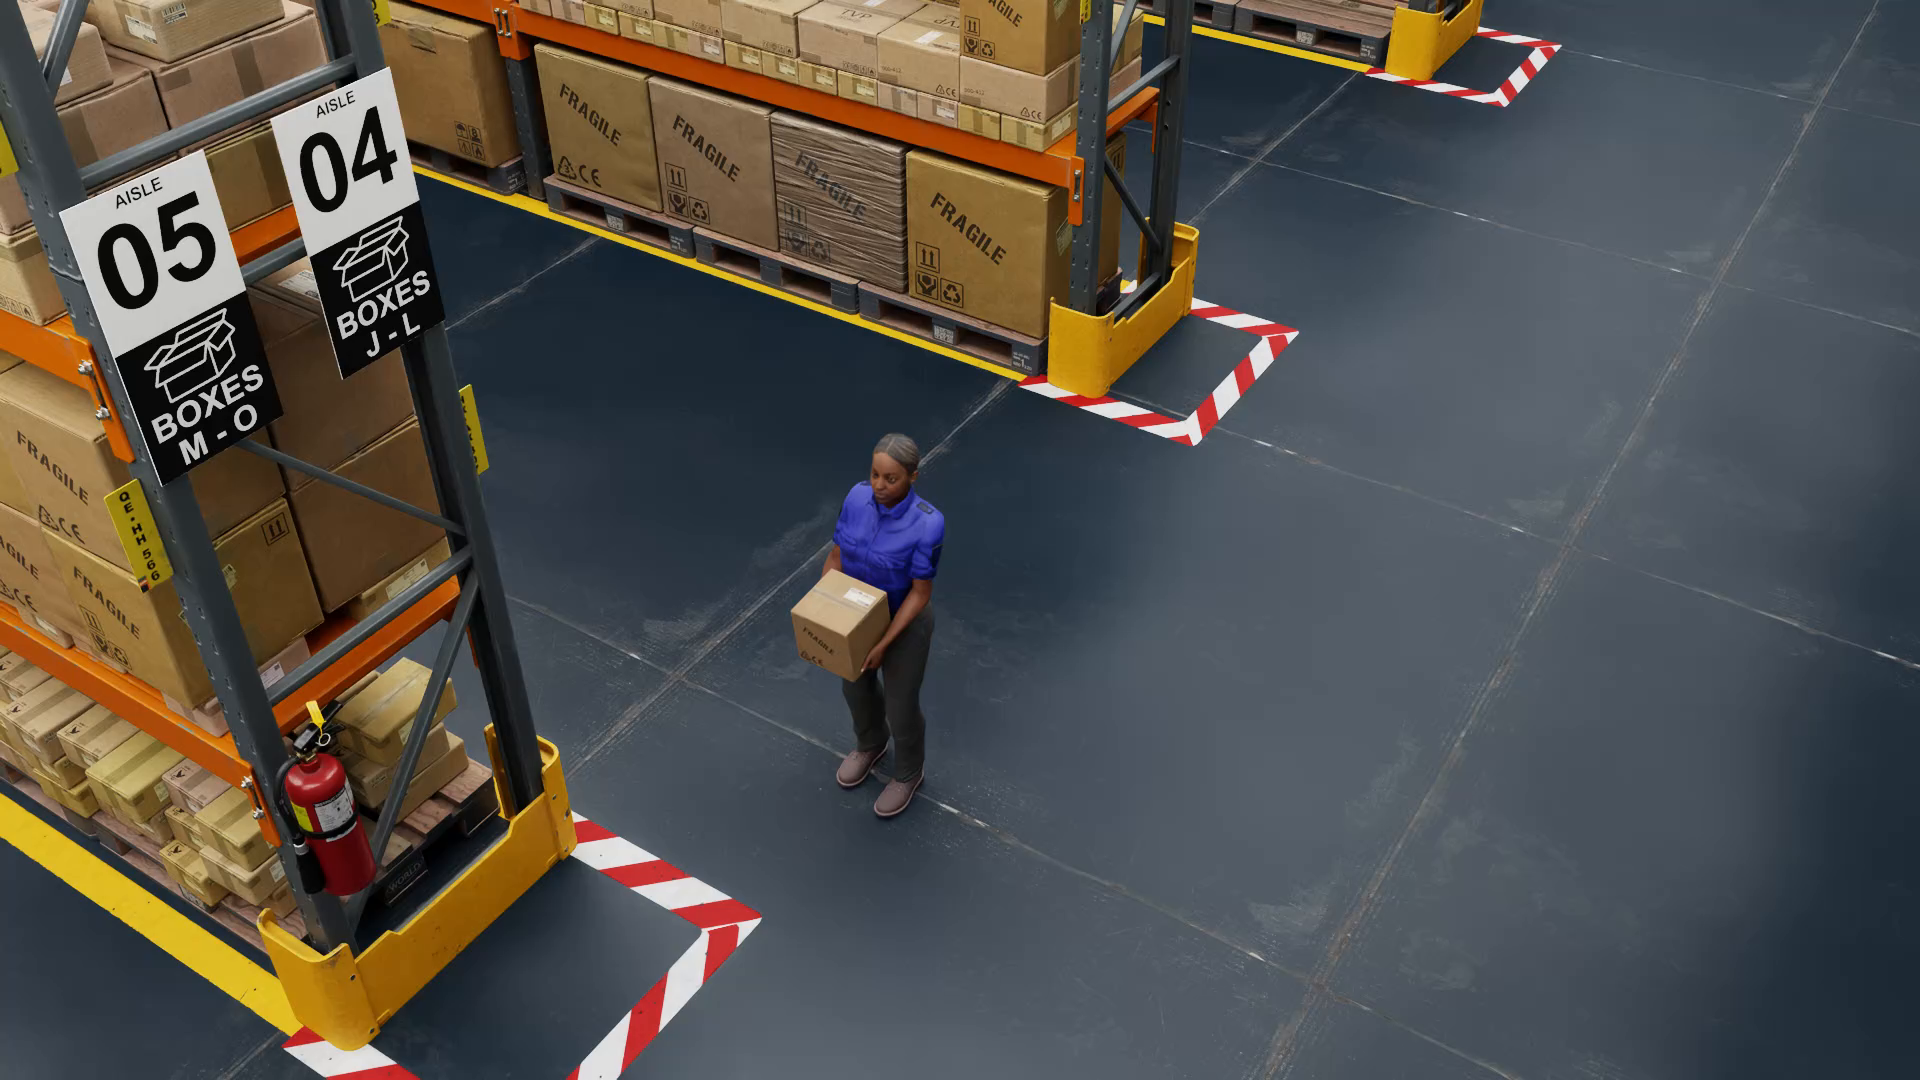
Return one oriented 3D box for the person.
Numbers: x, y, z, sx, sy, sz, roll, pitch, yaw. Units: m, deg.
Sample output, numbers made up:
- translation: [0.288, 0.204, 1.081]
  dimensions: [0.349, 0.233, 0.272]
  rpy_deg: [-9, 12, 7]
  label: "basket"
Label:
- translation: [-0.322, 0.350, 6.253]
  dimensions: [0.450, 1.647, 0.517]
  rpy_deg: [22, 44, 26]
  label: "person"
